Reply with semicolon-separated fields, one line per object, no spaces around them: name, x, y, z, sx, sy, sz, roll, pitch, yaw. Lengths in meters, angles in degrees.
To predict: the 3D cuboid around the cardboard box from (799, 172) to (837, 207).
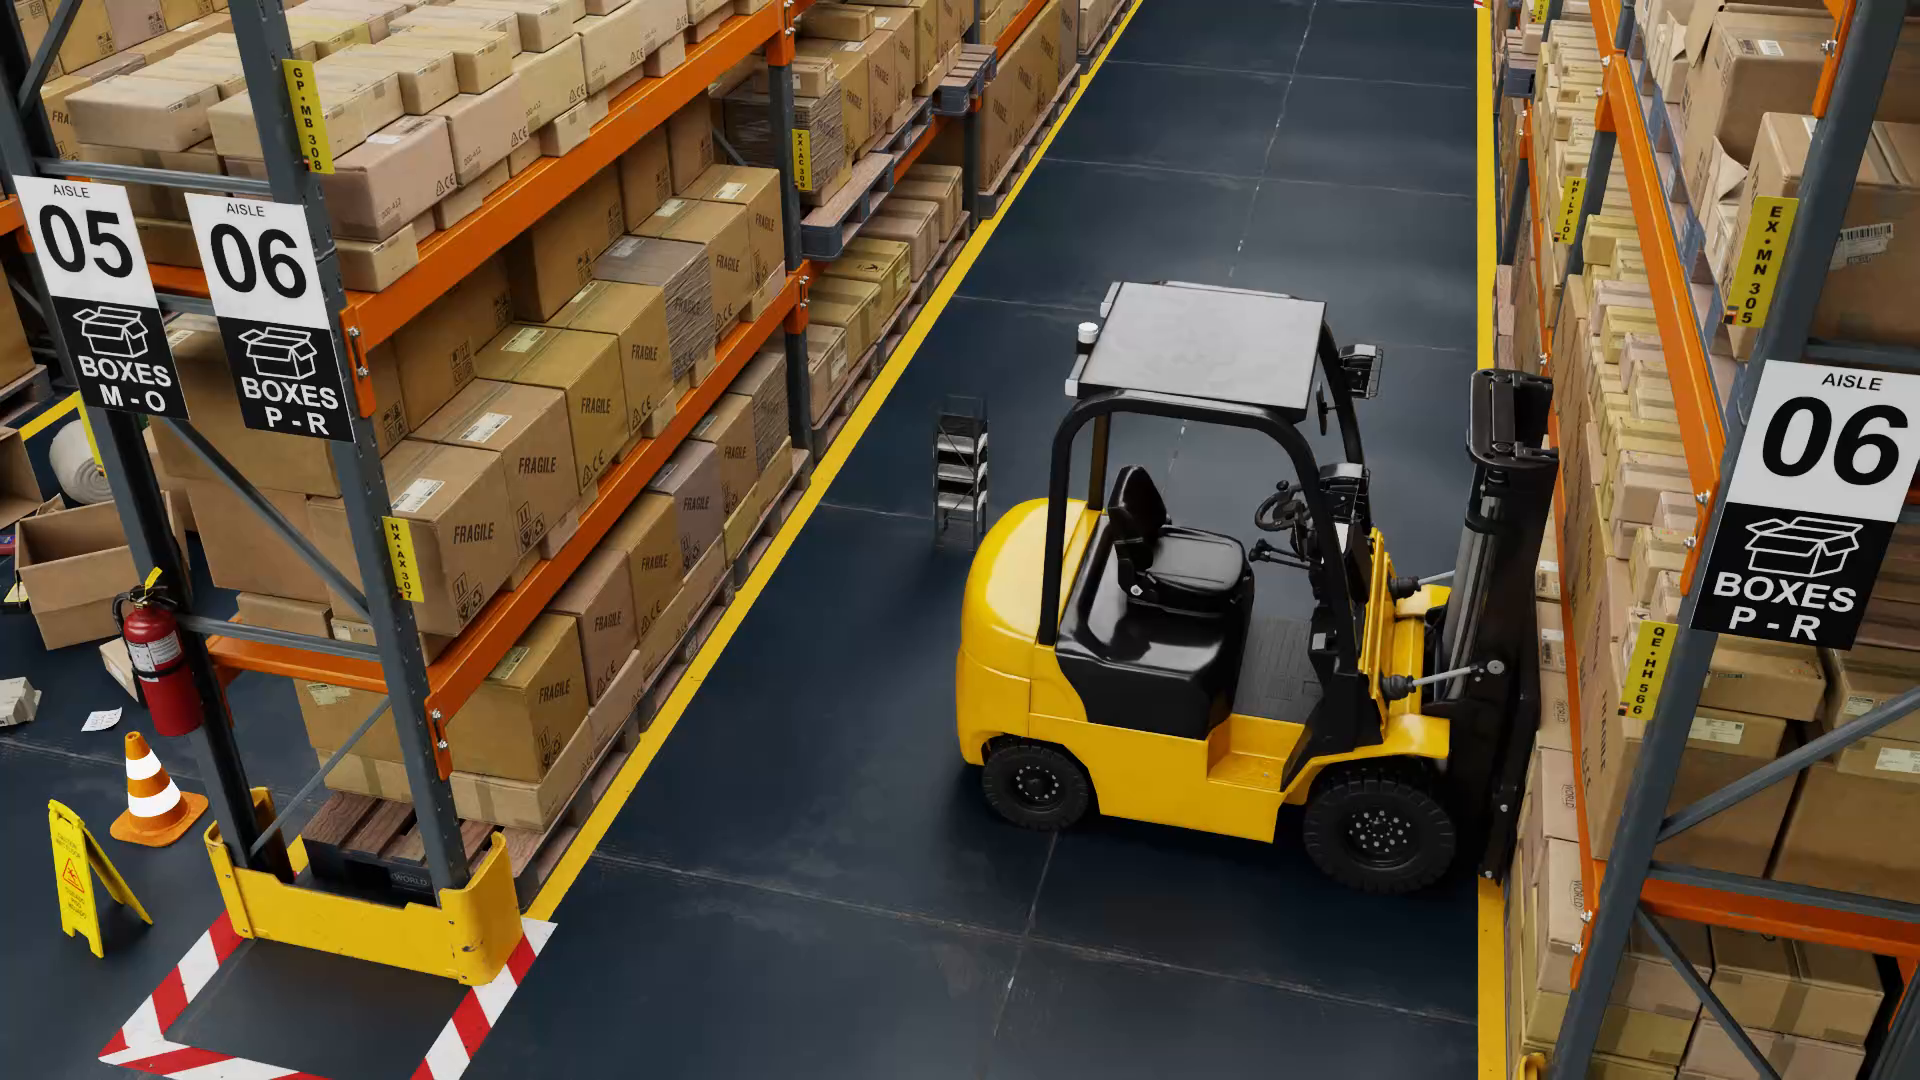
cardboard box;-0.922;-2.033;9.495;0.380;0.149;0.250;8;33;13

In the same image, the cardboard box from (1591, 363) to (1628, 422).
cardboard box;2.746;-0.570;6.653;0.380;0.149;0.250;7;33;11

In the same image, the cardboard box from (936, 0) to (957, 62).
cardboard box;-0.320;-3.595;11.348;0.500;0.500;0.500;7;33;12

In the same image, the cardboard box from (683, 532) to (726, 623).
cardboard box;-1.517;0.149;8.391;0.500;0.250;0.500;9;33;13

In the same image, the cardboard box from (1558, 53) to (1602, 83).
cardboard box;3.923;-2.898;10.314;0.380;0.149;0.250;8;33;13

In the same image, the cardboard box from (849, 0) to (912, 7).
cardboard box;-0.495;-3.525;10.633;0.380;0.149;0.250;6;33;10

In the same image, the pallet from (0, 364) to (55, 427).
pallet;-6.450;-0.779;10.278;1.003;0.211;1.213;8;33;12

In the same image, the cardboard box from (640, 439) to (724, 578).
cardboard box;-1.514;-0.179;8.208;0.500;0.500;0.500;10;34;15

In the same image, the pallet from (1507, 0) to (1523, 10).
pallet;5.156;-4.715;14.049;1.003;0.211;1.213;8;33;12

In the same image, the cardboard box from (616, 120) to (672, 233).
cardboard box;-1.840;-1.847;8.057;0.700;0.500;0.500;8;33;13

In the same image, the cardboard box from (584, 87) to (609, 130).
cardboard box;-1.633;-1.744;6.635;0.380;0.149;0.250;7;33;11

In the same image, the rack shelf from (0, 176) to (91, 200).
rack shelf;-5.674;-3.074;11.960;1.077;0.370;4.000;8;33;12

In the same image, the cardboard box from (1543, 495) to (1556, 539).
cardboard box;2.869;-0.011;7.711;0.500;0.250;0.500;8;33;12

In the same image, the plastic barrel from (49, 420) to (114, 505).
plastic barrel;-4.985;-0.455;9.571;0.421;0.421;0.512;-21;38;-29

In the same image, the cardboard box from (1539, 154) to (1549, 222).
cardboard box;3.711;-2.062;9.838;0.500;0.250;0.500;9;34;14

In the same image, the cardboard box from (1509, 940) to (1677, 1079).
cardboard box;2.233;1.728;5.908;0.500;0.250;0.500;8;33;13

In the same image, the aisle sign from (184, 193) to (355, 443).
aisle sign;-2.099;-0.665;5.077;0.394;0.787;0.004;8;33;12

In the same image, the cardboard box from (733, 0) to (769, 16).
cardboard box;-1.152;-2.672;8.096;0.380;0.149;0.250;8;33;13

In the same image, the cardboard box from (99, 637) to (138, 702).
cardboard box;-4.004;0.606;8.158;0.380;0.149;0.250;28;42;36

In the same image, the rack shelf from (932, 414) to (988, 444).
rack shelf;0.002;-0.584;8.888;0.258;0.077;0.200;8;33;12

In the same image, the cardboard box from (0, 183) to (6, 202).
cardboard box;-6.263;-2.210;9.790;0.875;0.550;0.550;8;33;12

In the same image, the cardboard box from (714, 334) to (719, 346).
cardboard box;-1.429;-1.021;8.295;0.380;0.149;0.250;8;33;12

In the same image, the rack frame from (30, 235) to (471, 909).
rack frame;-2.383;0.358;5.892;1.000;3.000;0.127;8;33;12

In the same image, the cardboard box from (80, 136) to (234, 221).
cardboard box;-2.514;-1.273;5.523;0.500;0.250;0.500;8;33;12

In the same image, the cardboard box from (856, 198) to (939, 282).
cardboard box;-0.685;-2.186;11.951;0.950;0.372;0.625;7;33;11

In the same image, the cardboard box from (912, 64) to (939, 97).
cardboard box;-0.355;-3.103;11.177;0.380;0.149;0.250;9;33;13

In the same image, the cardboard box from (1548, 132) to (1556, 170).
cardboard box;3.717;-2.273;9.704;0.500;0.250;0.500;8;33;13

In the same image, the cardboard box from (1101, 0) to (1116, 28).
cardboard box;1.152;-5.741;17.482;0.875;0.438;0.875;7;33;11

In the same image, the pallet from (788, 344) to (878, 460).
pallet;-1.171;-0.946;10.541;1.003;0.211;1.213;8;33;12

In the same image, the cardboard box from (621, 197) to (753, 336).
cardboard box;-1.364;-1.353;8.212;0.500;0.500;0.500;9;34;14

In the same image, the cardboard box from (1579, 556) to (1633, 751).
cardboard box;2.431;0.430;5.684;0.500;0.500;0.500;9;34;14

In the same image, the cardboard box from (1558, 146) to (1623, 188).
cardboard box;3.406;-1.978;8.868;0.380;0.149;0.250;7;33;11

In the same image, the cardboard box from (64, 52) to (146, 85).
cardboard box;-5.660;-2.880;10.891;0.500;0.500;0.500;8;33;13

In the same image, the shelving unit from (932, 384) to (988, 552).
shelving unit;0.002;-0.384;9.015;0.258;0.900;0.210;8;33;12

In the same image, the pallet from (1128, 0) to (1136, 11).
pallet;1.550;-6.343;19.031;1.003;0.211;1.213;8;33;12

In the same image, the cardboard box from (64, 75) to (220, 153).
cardboard box;-2.583;-1.354;5.280;0.380;0.149;0.250;8;33;13

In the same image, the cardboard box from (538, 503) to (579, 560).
cardboard box;-1.791;-0.069;6.798;0.380;0.149;0.250;9;33;13

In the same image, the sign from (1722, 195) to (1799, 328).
sign;1.898;-0.656;3.938;0.100;0.325;0.005;8;33;12

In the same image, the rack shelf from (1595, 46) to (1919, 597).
rack shelf;2.927;-0.969;5.852;1.077;0.370;4.000;8;33;12

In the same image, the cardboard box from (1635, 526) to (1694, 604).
cardboard box;2.379;0.104;5.316;0.380;0.149;0.250;9;33;13

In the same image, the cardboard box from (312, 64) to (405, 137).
cardboard box;-2.047;-1.428;5.396;0.380;0.149;0.250;8;33;12

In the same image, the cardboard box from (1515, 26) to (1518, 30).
cardboard box;5.116;-4.442;14.775;0.380;0.149;0.250;10;34;15

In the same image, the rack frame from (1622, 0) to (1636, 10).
rack frame;3.435;-3.576;6.487;1.000;3.000;0.127;8;33;12

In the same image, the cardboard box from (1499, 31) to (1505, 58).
cardboard box;5.413;-4.733;16.057;0.396;0.266;0.258;9;34;14

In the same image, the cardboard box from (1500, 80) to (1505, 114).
cardboard box;5.124;-4.098;14.838;0.500;0.500;0.500;9;34;14

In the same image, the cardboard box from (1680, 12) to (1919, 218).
cardboard box;2.653;-1.277;5.089;0.700;0.500;0.500;8;33;13

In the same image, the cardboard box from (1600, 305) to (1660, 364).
cardboard box;2.827;-0.821;6.771;0.380;0.149;0.250;8;33;12

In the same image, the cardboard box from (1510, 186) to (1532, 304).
cardboard box;4.278;-1.973;11.380;0.875;0.625;0.625;9;34;14

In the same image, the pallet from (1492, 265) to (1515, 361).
pallet;4.203;-1.521;11.446;1.003;0.211;1.213;8;33;12

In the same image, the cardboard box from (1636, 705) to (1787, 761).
cardboard box;2.236;0.497;4.974;0.380;0.149;0.250;8;33;13
